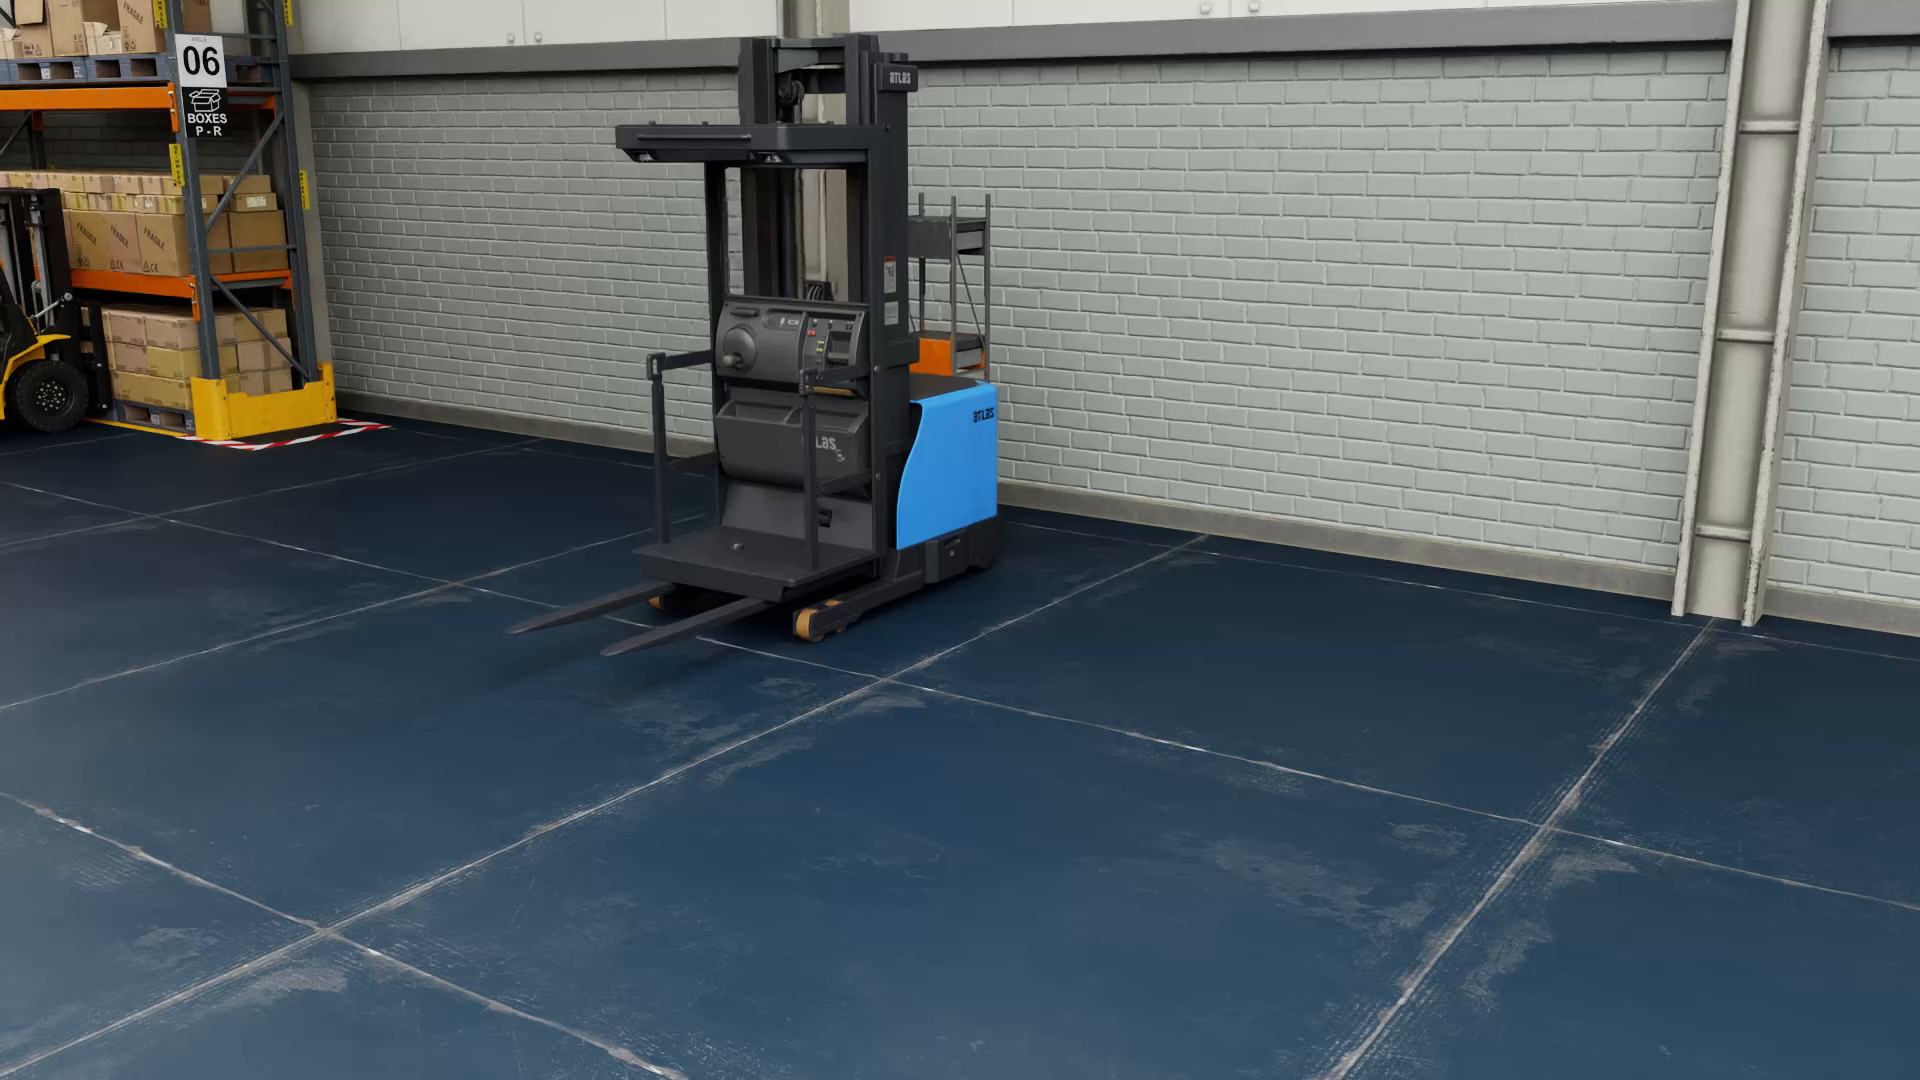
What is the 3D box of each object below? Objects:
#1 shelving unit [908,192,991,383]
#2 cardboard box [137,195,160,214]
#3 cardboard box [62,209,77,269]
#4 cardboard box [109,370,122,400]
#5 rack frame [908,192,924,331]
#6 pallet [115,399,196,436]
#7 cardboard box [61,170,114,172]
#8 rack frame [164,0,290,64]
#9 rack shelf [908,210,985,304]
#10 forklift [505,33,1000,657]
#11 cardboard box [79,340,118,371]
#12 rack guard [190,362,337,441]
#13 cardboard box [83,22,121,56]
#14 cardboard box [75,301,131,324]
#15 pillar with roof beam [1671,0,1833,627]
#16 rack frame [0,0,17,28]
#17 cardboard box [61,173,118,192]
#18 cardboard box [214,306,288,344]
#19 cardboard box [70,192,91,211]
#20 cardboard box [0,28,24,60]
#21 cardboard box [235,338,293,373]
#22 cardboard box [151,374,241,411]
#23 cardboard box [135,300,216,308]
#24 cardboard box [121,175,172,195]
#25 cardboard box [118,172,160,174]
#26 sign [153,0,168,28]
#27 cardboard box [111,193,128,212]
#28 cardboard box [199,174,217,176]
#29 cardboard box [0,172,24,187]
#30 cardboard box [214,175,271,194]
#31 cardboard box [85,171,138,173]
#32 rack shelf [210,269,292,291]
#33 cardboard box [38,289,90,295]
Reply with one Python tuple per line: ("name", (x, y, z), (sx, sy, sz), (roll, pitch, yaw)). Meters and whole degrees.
("shelving unit", (-0.137, -1.041, 10.161), (0.503, 2.100, 0.431), (9, 17, 33))
("cardboard box", (-6.569, -2.787, 13.780), (0.250, 0.149, 0.380), (9, 17, 34))
("cardboard box", (-7.725, -2.672, 14.666), (0.500, 0.500, 0.500), (9, 17, 33))
("cardboard box", (-7.280, -1.411, 14.628), (0.500, 0.250, 0.500), (9, 17, 33))
("rack frame", (-0.340, -1.074, 10.293), (0.015, 2.100, 0.400), (9, 17, 33))
("pallet", (-6.554, -1.145, 14.509), (1.213, 0.211, 1.003), (9, 17, 33))
("cardboard box", (-8.127, -3.370, 15.518), (0.250, 0.149, 0.380), (9, 16, 32))
("rack frame", (-5.896, -5.316, 13.072), (0.127, 3.000, 1.000), (9, 17, 33))
("rack shelf", (-0.137, -1.708, 9.996), (0.480, 0.518, 0.431), (9, 17, 33))
("forklift", (-0.999, -1.045, 8.443), (1.130, 2.935, 3.031), (9, 16, 32))
("cardboard box", (-7.325, -1.653, 14.568), (0.500, 0.250, 0.500), (9, 16, 32))
("rack guard", (-5.876, -1.188, 14.080), (0.348, 0.500, 1.175), (9, 17, 33))
("cardboard box", (-6.964, -4.132, 13.728), (0.258, 0.266, 0.396), (9, 17, 33))
("cardboard box", (-7.720, -1.961, 14.769), (0.500, 0.250, 0.500), (9, 16, 32))
("pillar with roof beam", (1.584, -3.122, 4.207), (0.400, 9.000, 9.100), (9, 17, 33))
("rack frame", (-9.215, -5.853, 15.239), (0.127, 3.000, 1.000), (9, 17, 33))
("cardboard box", (-7.587, -3.123, 14.518), (0.250, 0.149, 0.380), (9, 17, 34))
("cardboard box", (-6.190, -1.861, 14.366), (0.500, 0.250, 0.500), (9, 16, 32))
("cardboard box", (-7.419, -2.925, 14.341), (0.250, 0.149, 0.380), (9, 17, 33))
("cardboard box", (-8.153, -4.324, 14.505), (0.258, 0.266, 0.396), (9, 16, 31))
("cardboard box", (-6.171, -1.621, 14.435), (0.500, 0.250, 0.500), (10, 17, 34))
("cardboard box", (-6.463, -1.273, 14.073), (0.500, 0.250, 0.500), (9, 17, 33))
("cardboard box", (-7.015, -1.996, 14.913), (0.500, 0.250, 0.500), (9, 17, 32))
("cardboard box", (-6.765, -2.975, 13.920), (0.250, 0.149, 0.380), (10, 17, 34))
("cardboard box", (-7.323, -3.213, 14.882), (0.250, 0.149, 0.380), (9, 17, 33))
("sign", (-6.211, -4.145, 12.906), (0.005, 0.325, 0.100), (9, 17, 33))
("cardboard box", (-6.950, -2.869, 14.113), (0.250, 0.149, 0.380), (9, 17, 32))
("cardboard box", (-6.481, -3.074, 14.322), (0.250, 0.149, 0.380), (10, 17, 34))
("cardboard box", (-8.476, -3.242, 15.001), (0.250, 0.149, 0.380), (10, 17, 34))
("cardboard box", (-6.056, -3.000, 14.021), (0.250, 0.149, 0.380), (9, 16, 32))
("cardboard box", (-7.737, -3.288, 15.185), (0.250, 0.149, 0.380), (9, 16, 32))
("rack shelf", (-7.556, -2.418, 14.940), (3.809, 0.124, 0.919), (9, 17, 33))
("cardboard box", (-8.699, -2.268, 16.009), (0.500, 0.250, 0.500), (10, 17, 34))
